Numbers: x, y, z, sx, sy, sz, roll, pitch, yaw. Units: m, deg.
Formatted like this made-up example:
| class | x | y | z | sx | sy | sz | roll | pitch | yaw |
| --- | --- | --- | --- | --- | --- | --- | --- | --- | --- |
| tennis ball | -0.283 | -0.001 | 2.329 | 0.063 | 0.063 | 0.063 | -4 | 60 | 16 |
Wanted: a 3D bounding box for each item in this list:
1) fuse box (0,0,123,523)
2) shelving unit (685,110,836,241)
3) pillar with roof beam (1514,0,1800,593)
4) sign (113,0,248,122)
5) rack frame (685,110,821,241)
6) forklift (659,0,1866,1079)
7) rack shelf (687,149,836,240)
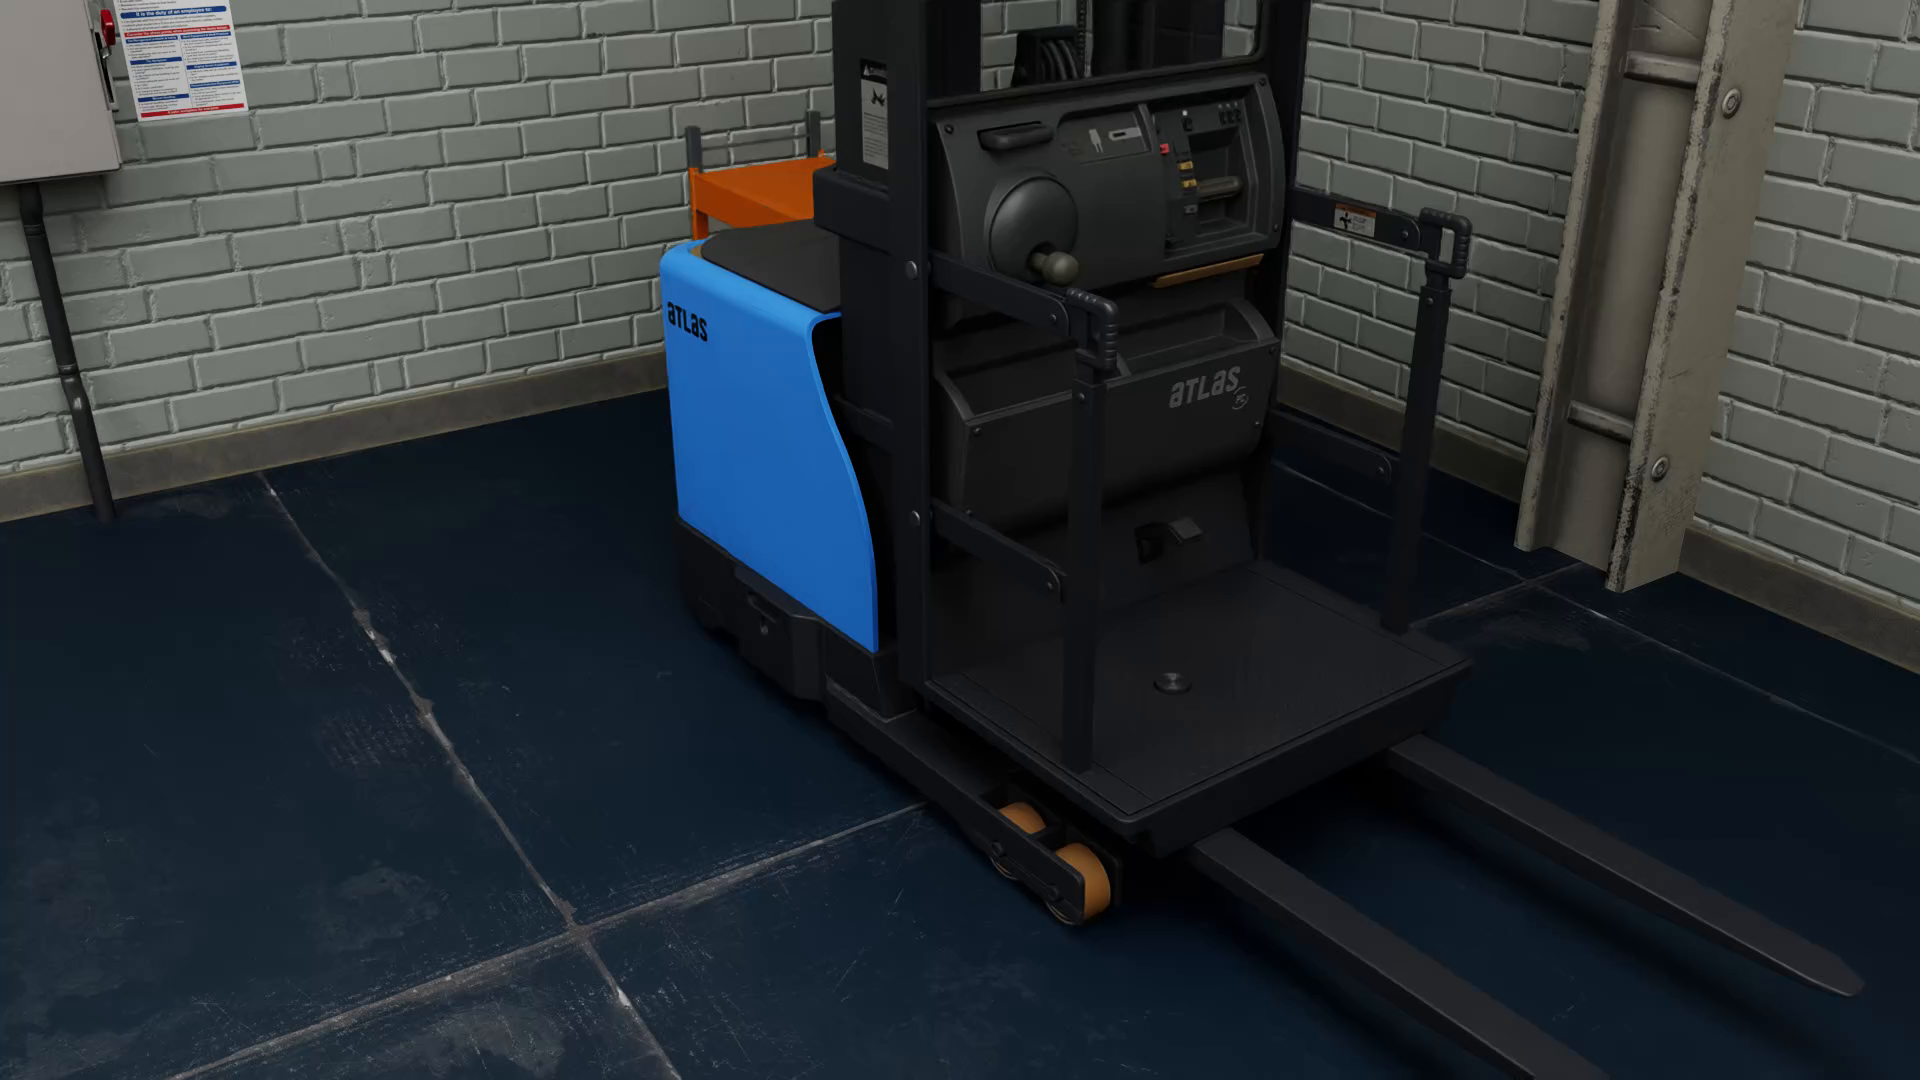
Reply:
| class | x | y | z | sx | sy | sz | roll | pitch | yaw |
| --- | --- | --- | --- | --- | --- | --- | --- | --- | --- |
| fuse box | -2.729 | -0.839 | 5.022 | 0.539 | 1.711 | 0.414 | -16 | 29 | -30 |
| shelving unit | -0.415 | -0.740 | 5.499 | 0.538 | 1.125 | 1.048 | -16 | 30 | -30 |
| pillar with roof beam | -1.638 | -3.015 | 1.095 | 9.100 | 9.000 | 0.400 | -16 | 29 | -30 |
| sign | -2.429 | -1.567 | 5.168 | 0.329 | 0.494 | 0.001 | -16 | 29 | -30 |
| rack frame | -0.700 | -0.919 | 5.880 | 0.500 | 1.125 | 0.032 | -16 | 30 | -30 |
| forklift | 0.474 | -0.750 | 3.405 | 1.130 | 2.935 | 3.031 | -18 | 31 | -33 |
| rack shelf | -0.415 | -1.004 | 5.374 | 0.538 | 0.278 | 1.000 | -16 | 30 | -30 |
